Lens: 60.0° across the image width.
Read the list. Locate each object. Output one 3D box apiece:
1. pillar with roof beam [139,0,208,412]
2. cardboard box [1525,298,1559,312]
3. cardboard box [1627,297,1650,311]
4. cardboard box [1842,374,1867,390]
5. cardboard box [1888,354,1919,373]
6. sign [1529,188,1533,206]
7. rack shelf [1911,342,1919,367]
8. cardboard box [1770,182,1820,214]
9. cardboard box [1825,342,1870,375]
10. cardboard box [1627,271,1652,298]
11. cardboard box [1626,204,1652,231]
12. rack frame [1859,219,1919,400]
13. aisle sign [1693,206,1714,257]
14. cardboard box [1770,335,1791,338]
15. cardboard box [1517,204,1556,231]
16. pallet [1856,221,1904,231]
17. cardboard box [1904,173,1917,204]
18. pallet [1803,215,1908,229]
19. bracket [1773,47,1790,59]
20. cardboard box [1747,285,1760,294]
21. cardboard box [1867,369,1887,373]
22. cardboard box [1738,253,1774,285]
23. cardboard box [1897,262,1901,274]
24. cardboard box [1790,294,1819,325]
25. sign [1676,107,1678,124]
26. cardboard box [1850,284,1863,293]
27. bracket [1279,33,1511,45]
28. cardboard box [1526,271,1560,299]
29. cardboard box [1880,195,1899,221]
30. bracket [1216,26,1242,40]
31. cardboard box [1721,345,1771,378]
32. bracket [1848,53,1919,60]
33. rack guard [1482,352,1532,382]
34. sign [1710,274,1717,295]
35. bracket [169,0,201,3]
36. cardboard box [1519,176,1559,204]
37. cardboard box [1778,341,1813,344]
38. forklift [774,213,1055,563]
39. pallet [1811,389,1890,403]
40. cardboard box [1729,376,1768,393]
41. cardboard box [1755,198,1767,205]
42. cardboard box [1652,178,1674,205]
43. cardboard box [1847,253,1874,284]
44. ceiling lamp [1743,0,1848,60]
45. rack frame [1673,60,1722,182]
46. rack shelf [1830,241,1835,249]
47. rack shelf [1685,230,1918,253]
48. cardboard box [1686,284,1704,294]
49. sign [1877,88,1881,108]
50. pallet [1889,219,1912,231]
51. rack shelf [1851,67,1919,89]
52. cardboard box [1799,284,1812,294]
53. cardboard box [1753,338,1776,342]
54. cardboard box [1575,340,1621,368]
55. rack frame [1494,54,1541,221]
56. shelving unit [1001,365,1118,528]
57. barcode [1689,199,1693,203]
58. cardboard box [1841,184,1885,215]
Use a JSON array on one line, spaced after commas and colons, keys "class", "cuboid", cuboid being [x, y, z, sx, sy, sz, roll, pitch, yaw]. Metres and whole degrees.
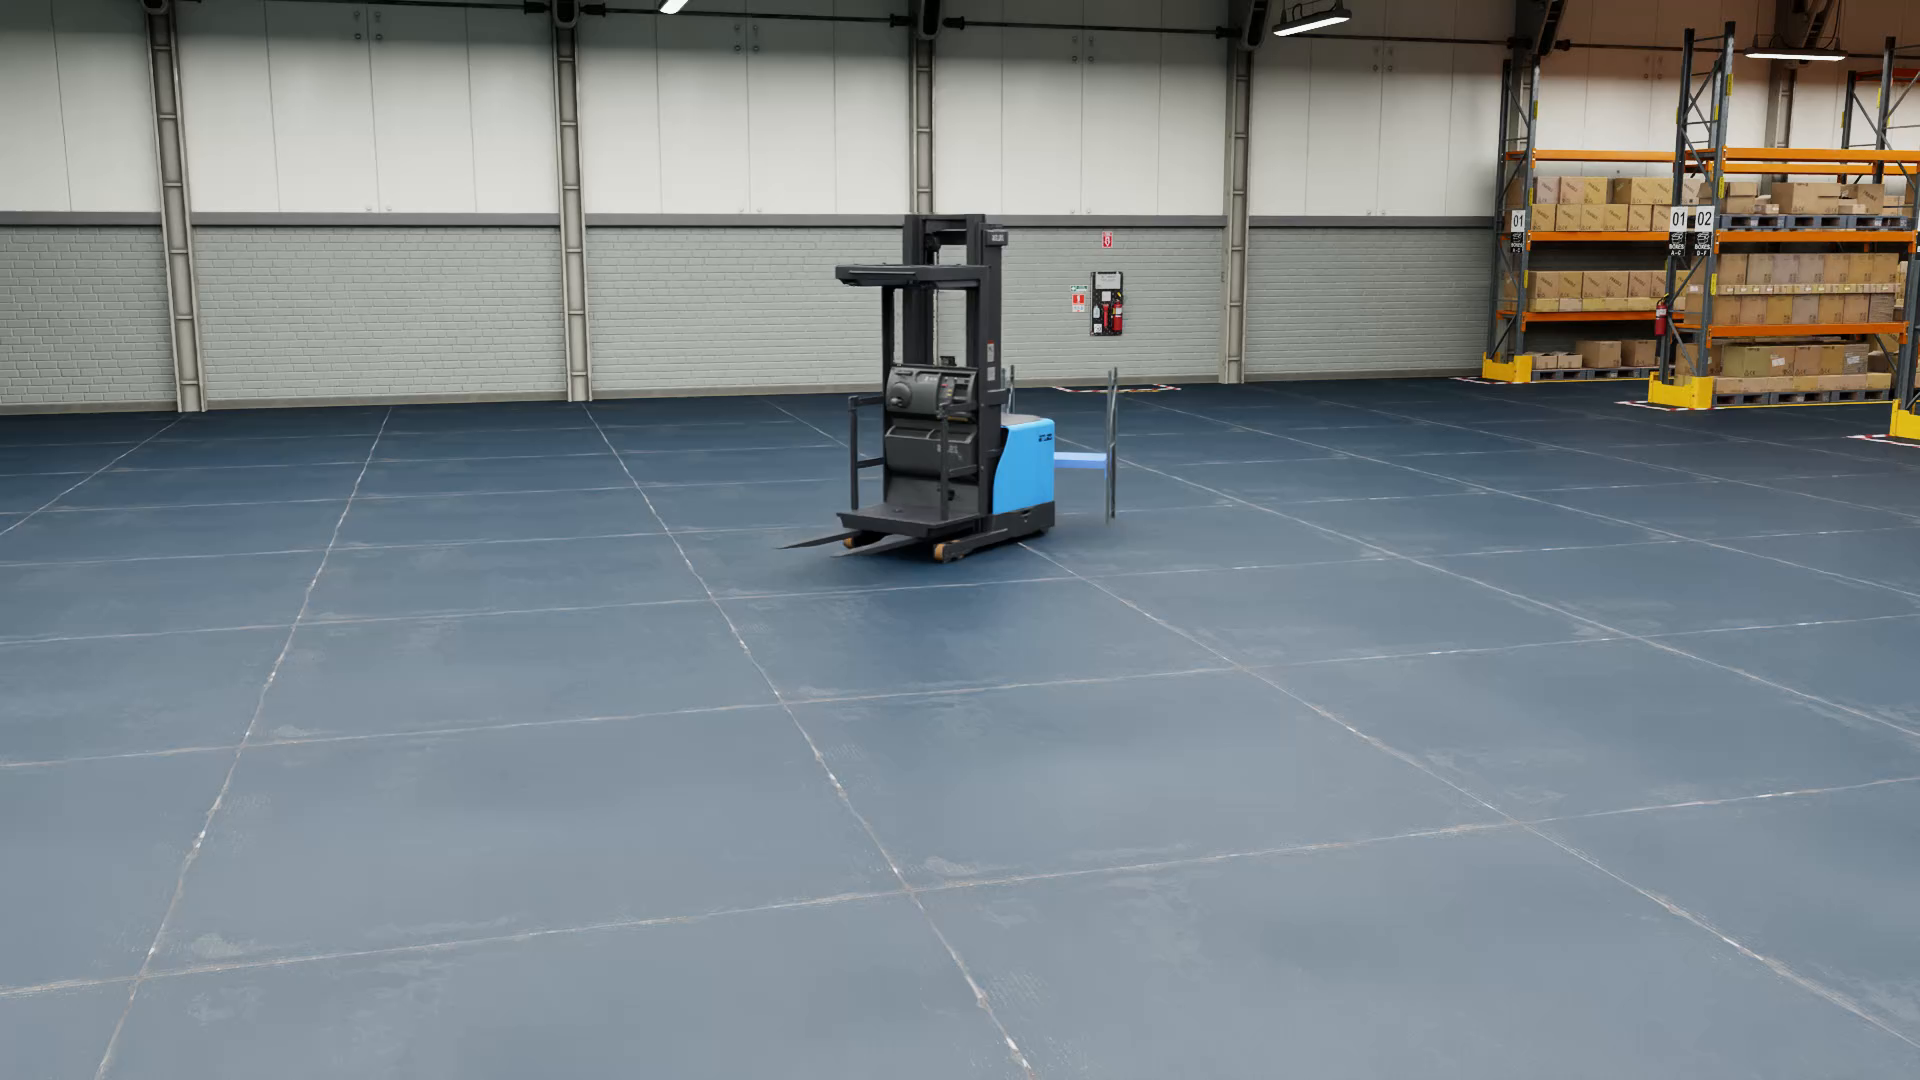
[{"class": "pillar with roof beam", "cuboid": [-10.972, -5.729, 21.517, 0.548, 9.000, 9.100, -3, 11, -16]}, {"class": "cardboard box", "cuboid": [10.995, -4.462, 31.560, 0.500, 0.250, 0.500, -3, 11, -18]}, {"class": "cardboard box", "cuboid": [12.949, -4.566, 32.126, 0.500, 0.250, 0.500, -3, 11, -16]}, {"class": "cardboard box", "cuboid": [14.800, -2.667, 27.885, 0.500, 0.250, 0.500, -3, 11, -16]}, {"class": "cardboard box", "cuboid": [16.133, -3.005, 28.175, 0.500, 0.311, 0.500, -3, 11, -16]}, {"class": "sign", "cuboid": [10.590, -6.367, 30.851, 0.005, 0.325, 0.100, -3, 11, -16]}, {"class": "rack shelf", "cuboid": [15.127, -2.581, 22.973, 4.000, 0.370, 1.077, -3, 11, -16]}, {"class": "cardboard box", "cuboid": [13.497, -5.531, 26.904, 0.500, 0.500, 0.500, -3, 11, -16]}, {"class": "cardboard box", "cuboid": [14.799, -3.036, 27.819, 0.500, 0.500, 0.500, -3, 11, -16]}, {"class": "cardboard box", "cuboid": [12.947, -4.936, 32.064, 0.500, 0.500, 0.500, -3, 11, -18]}, {"class": "cardboard box", "cuboid": [12.852, -6.166, 31.843, 0.500, 0.500, 0.500, -3, 11, -18]}, {"class": "rack frame", "cuboid": [15.666, -3.898, 28.136, 0.127, 3.000, 1.000, -3, 11, -16]}, {"class": "aisle sign", "cuboid": [11.848, -4.917, 26.494, 0.004, 0.787, 0.394, -3, 11, -16]}, {"class": "cardboard box", "cuboid": [16.385, -4.226, 33.540, 0.500, 0.250, 0.500, -3, 11, -16]}, {"class": "cardboard box", "cuboid": [10.829, -6.064, 31.287, 0.500, 0.500, 0.500, -3, 11, -14]}, {"class": "pallet", "cuboid": [18.722, -6.385, 33.885, 1.003, 0.211, 1.213, -2, 11, -13]}, {"class": "cardboard box", "cuboid": [16.270, -5.899, 27.905, 0.500, 0.500, 0.500, -3, 11, -15]}, {"class": "pallet", "cuboid": [14.855, -5.282, 27.614, 1.213, 0.211, 1.003, -3, 11, -16]}, {"class": "bracket", "cuboid": [16.330, -9.683, 33.054, 0.430, 0.232, 0.235, -3, 11, -16]}, {"class": "cardboard box", "cuboid": [12.755, -4.072, 27.016, 0.250, 0.149, 0.380, -3, 11, -16]}, {"class": "cardboard box", "cuboid": [15.984, -2.823, 28.735, 0.500, 0.250, 0.500, -3, 11, -16]}, {"class": "cardboard box", "cuboid": [12.832, -4.434, 27.191, 0.500, 0.500, 0.700, -3, 11, -17]}, {"class": "cardboard box", "cuboid": [18.655, -5.515, 33.696, 0.500, 0.250, 0.500, -3, 11, -15]}, {"class": "cardboard box", "cuboid": [13.763, -3.845, 27.572, 0.500, 0.500, 0.700, -3, 11, -14]}, {"class": "sign", "cuboid": [14.118, -8.342, 32.693, 0.005, 0.325, 0.100, -3, 11, -16]}, {"class": "cardboard box", "cuboid": [14.725, -4.175, 27.578, 0.250, 0.149, 0.380, -3, 11, -16]}, {"class": "bracket", "cuboid": [8.079, -9.249, 30.692, 4.783, 0.066, 0.076, -3, 11, -16]}, {"class": "cardboard box", "cuboid": [10.980, -4.833, 31.505, 0.500, 0.500, 0.500, -3, 11, -16]}, {"class": "cardboard box", "cuboid": [18.560, -6.736, 33.777, 0.500, 0.500, 0.700, -4, 11, -20]}, {"class": "bracket", "cuboid": [4.808, -9.076, 29.755, 0.430, 0.232, 0.235, -3, 11, -16]}, {"class": "cardboard box", "cuboid": [12.883, -2.932, 27.257, 0.500, 0.500, 0.500, -3, 11, -16]}, {"class": "bracket", "cuboid": [19.600, -9.856, 33.990, 4.783, 0.066, 0.076, -3, 11, -16]}, {"class": "rack guard", "cuboid": [10.511, -3.331, 31.961, 0.348, 0.500, 1.175, -3, 11, -16]}, {"class": "sign", "cuboid": [11.975, -4.063, 26.426, 0.005, 0.325, 0.100, -3, 11, -16]}, {"class": "bracket", "cuboid": [-11.678, -8.207, 25.035, 0.430, 0.232, 0.235, -3, 11, -16]}, {"class": "cardboard box", "cuboid": [10.876, -6.559, 31.217, 0.500, 0.500, 0.500, -4, 11, -20]}, {"class": "cardboard box", "cuboid": [14.174, -3.101, 28.173, 0.500, 0.500, 0.500, -3, 11, -16]}, {"class": "forklift", "cuboid": [-0.379, -1.346, 14.469, 1.130, 2.935, 3.031, 7, 13, 35]}, {"class": "pallet", "cuboid": [14.891, -2.493, 28.210, 1.213, 0.211, 1.003, -3, 11, -16]}, {"class": "cardboard box", "cuboid": [12.882, -2.564, 27.326, 0.500, 0.250, 0.500, -3, 11, -16]}, {"class": "cardboard box", "cuboid": [12.858, -5.476, 27.294, 0.500, 0.250, 0.500, -3, 11, -16]}, {"class": "cardboard box", "cuboid": [13.347, -6.682, 31.885, 0.500, 0.500, 0.500, -2, 11, -13]}, {"class": "cardboard box", "cuboid": [14.757, -4.535, 27.742, 0.500, 0.500, 0.700, -3, 11, -16]}, {"class": "ceiling lamp", "cuboid": [14.933, -10.085, 29.055, 2.000, 3.185, 0.800, -3, 11, -16]}, {"class": "rack frame", "cuboid": [14.278, -7.709, 32.270, 0.127, 3.000, 1.000, -3, 11, -16]}, {"class": "rack shelf", "cuboid": [16.199, -5.981, 33.156, 4.000, 0.370, 1.077, -3, 11, -16]}, {"class": "rack shelf", "cuboid": [13.746, -4.918, 27.380, 4.000, 0.370, 1.077, -3, 11, -16]}, {"class": "cardboard box", "cuboid": [12.140, -4.116, 27.254, 0.250, 0.149, 0.380, -3, 11, -17]}, {"class": "sign", "cuboid": [15.503, -7.440, 28.011, 0.005, 0.325, 0.100, -3, 11, -16]}, {"class": "pallet", "cuboid": [16.510, -5.326, 28.137, 1.217, 0.209, 0.805, -3, 11, -18]}, {"class": "rack shelf", "cuboid": [20.039, -9.293, 33.683, 4.000, 0.370, 1.077, -3, 11, -16]}, {"class": "cardboard box", "cuboid": [13.739, -4.123, 27.295, 0.250, 0.149, 0.380, -3, 11, -15]}, {"class": "cardboard box", "cuboid": [15.964, -3.839, 33.509, 0.500, 0.500, 0.700, -3, 11, -15]}, {"class": "cardboard box", "cuboid": [12.393, -3.620, 32.316, 0.500, 0.500, 0.700, -4, 11, -20]}, {"class": "rack frame", "cuboid": [10.438, -7.506, 31.170, 0.127, 3.000, 1.000, -3, 11, -16]}, {"class": "shelving unit", "cuboid": [0.960, -0.915, 16.075, 1.048, 1.500, 0.538, 2, 11, 12]}, {"class": "barcode", "cuboid": [11.981, -5.555, 27.251, 0.075, 0.075, 0.001, -3, 11, -16]}, {"class": "cardboard box", "cuboid": [15.109, -5.718, 27.916, 0.500, 0.500, 0.500, -2, 11, -11]}]
